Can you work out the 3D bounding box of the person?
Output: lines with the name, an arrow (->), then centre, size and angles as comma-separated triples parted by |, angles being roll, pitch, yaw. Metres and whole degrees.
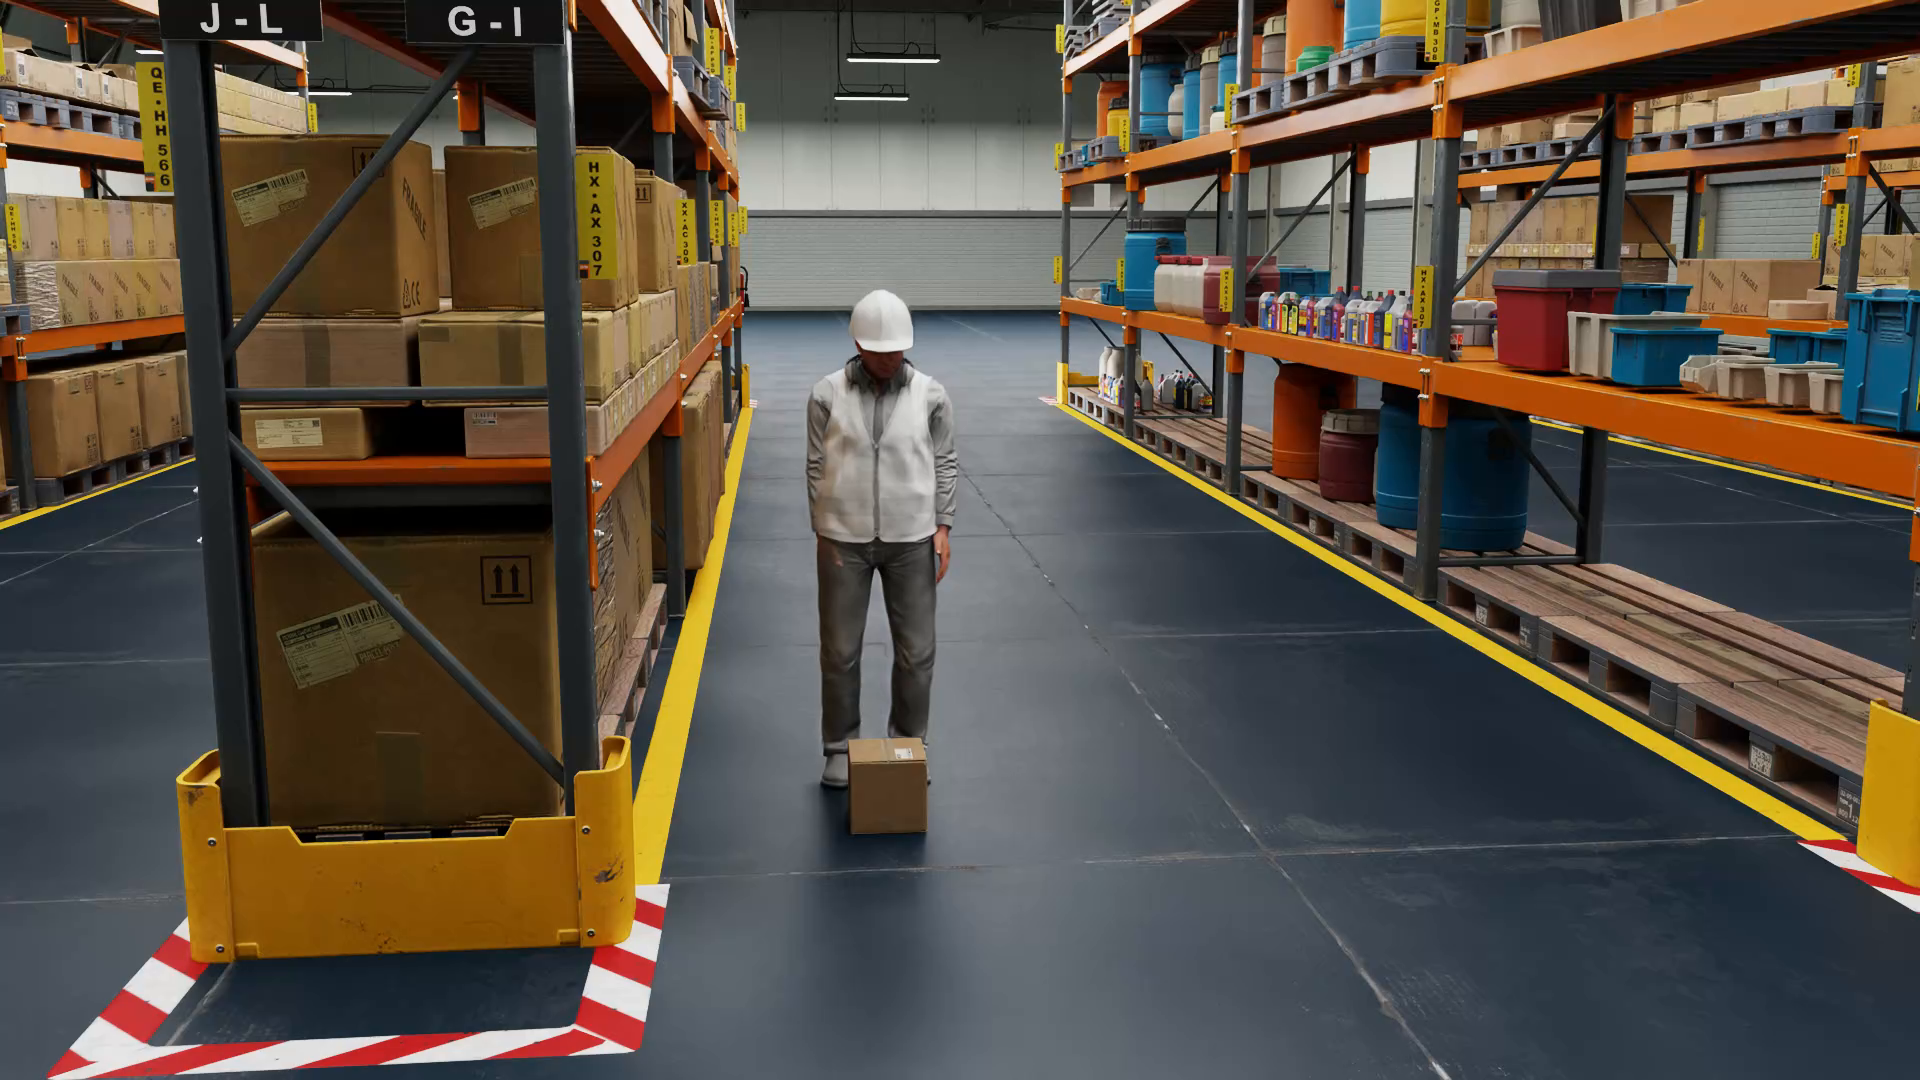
person -> -0.265, 0.058, 5.884 | 0.578, 1.647, 0.581 | -1, 10, -5
